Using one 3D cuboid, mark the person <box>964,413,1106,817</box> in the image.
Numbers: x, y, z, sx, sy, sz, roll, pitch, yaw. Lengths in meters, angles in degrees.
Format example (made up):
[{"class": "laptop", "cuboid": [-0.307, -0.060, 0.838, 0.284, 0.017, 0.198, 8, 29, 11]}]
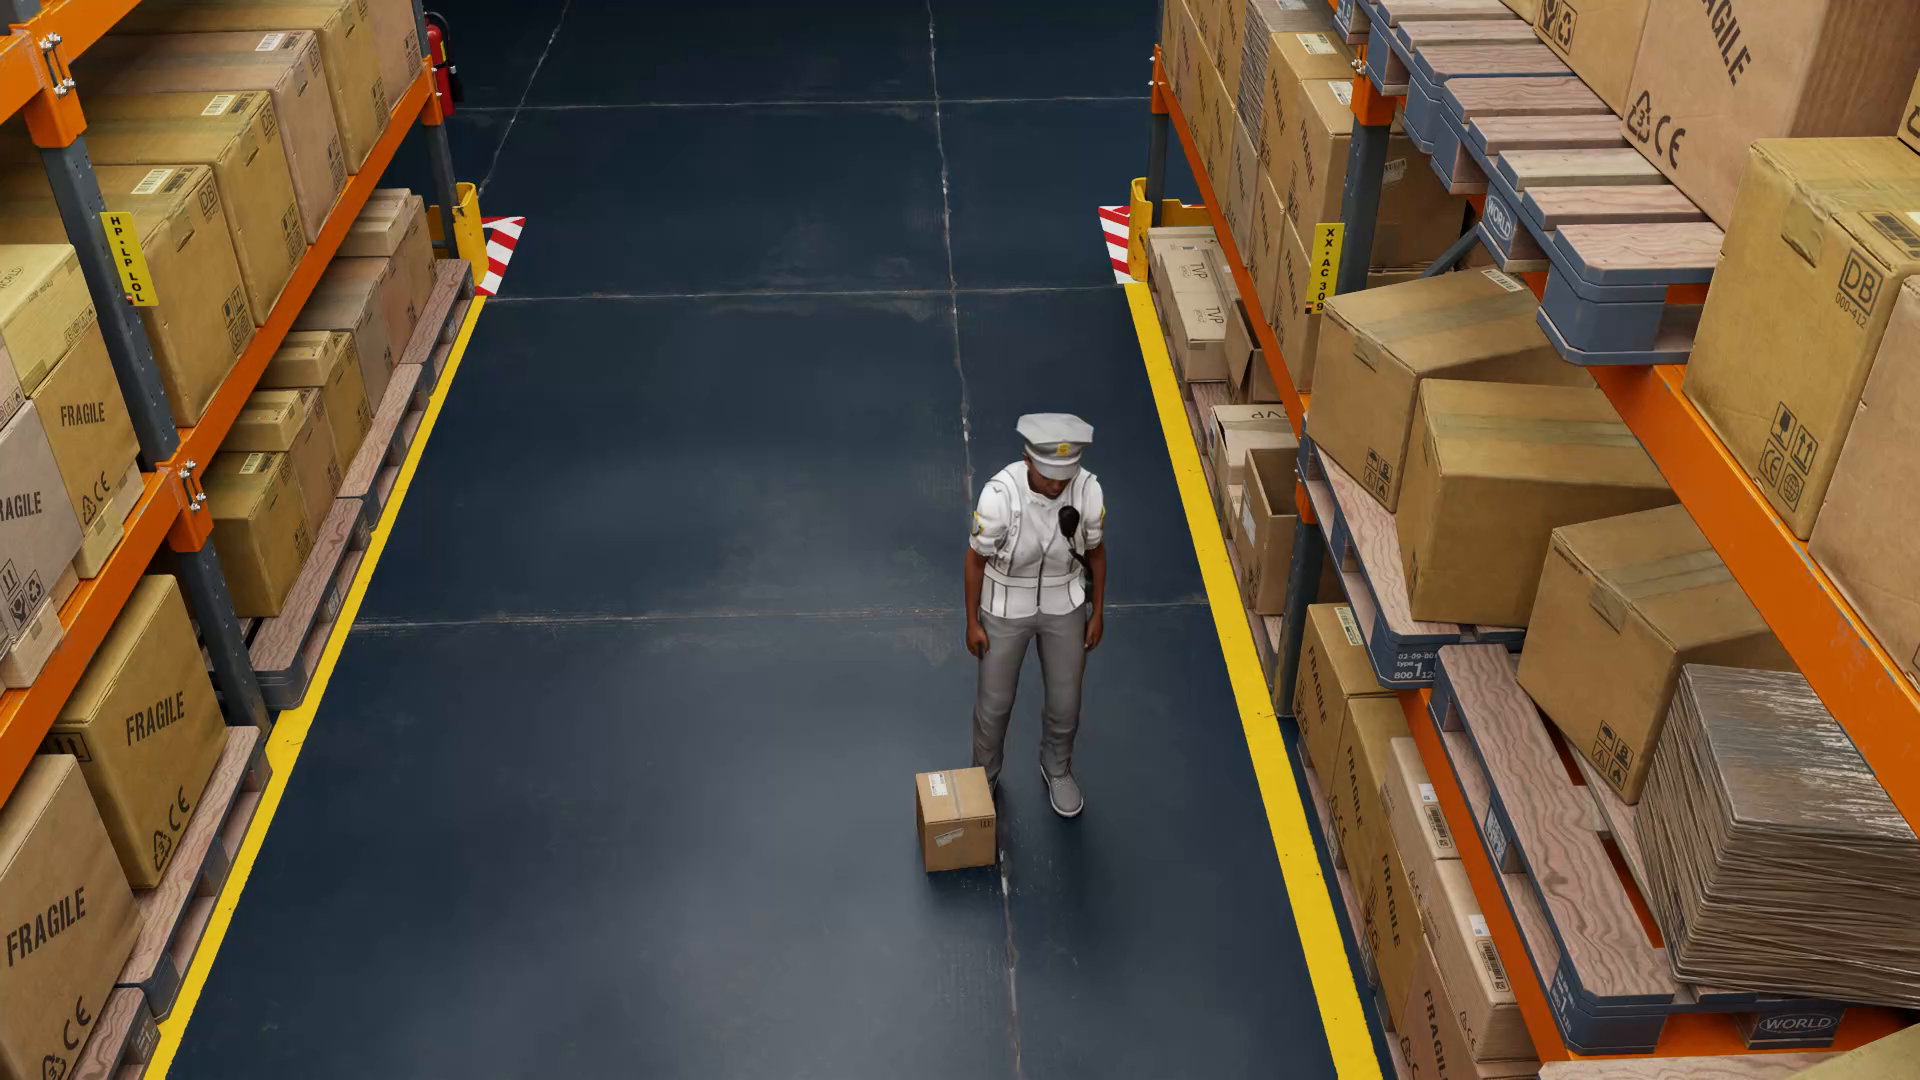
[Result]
[{"class": "person", "cuboid": [0.253, 0.267, 5.774, 0.513, 1.656, 0.395, -4, 36, -6]}]
